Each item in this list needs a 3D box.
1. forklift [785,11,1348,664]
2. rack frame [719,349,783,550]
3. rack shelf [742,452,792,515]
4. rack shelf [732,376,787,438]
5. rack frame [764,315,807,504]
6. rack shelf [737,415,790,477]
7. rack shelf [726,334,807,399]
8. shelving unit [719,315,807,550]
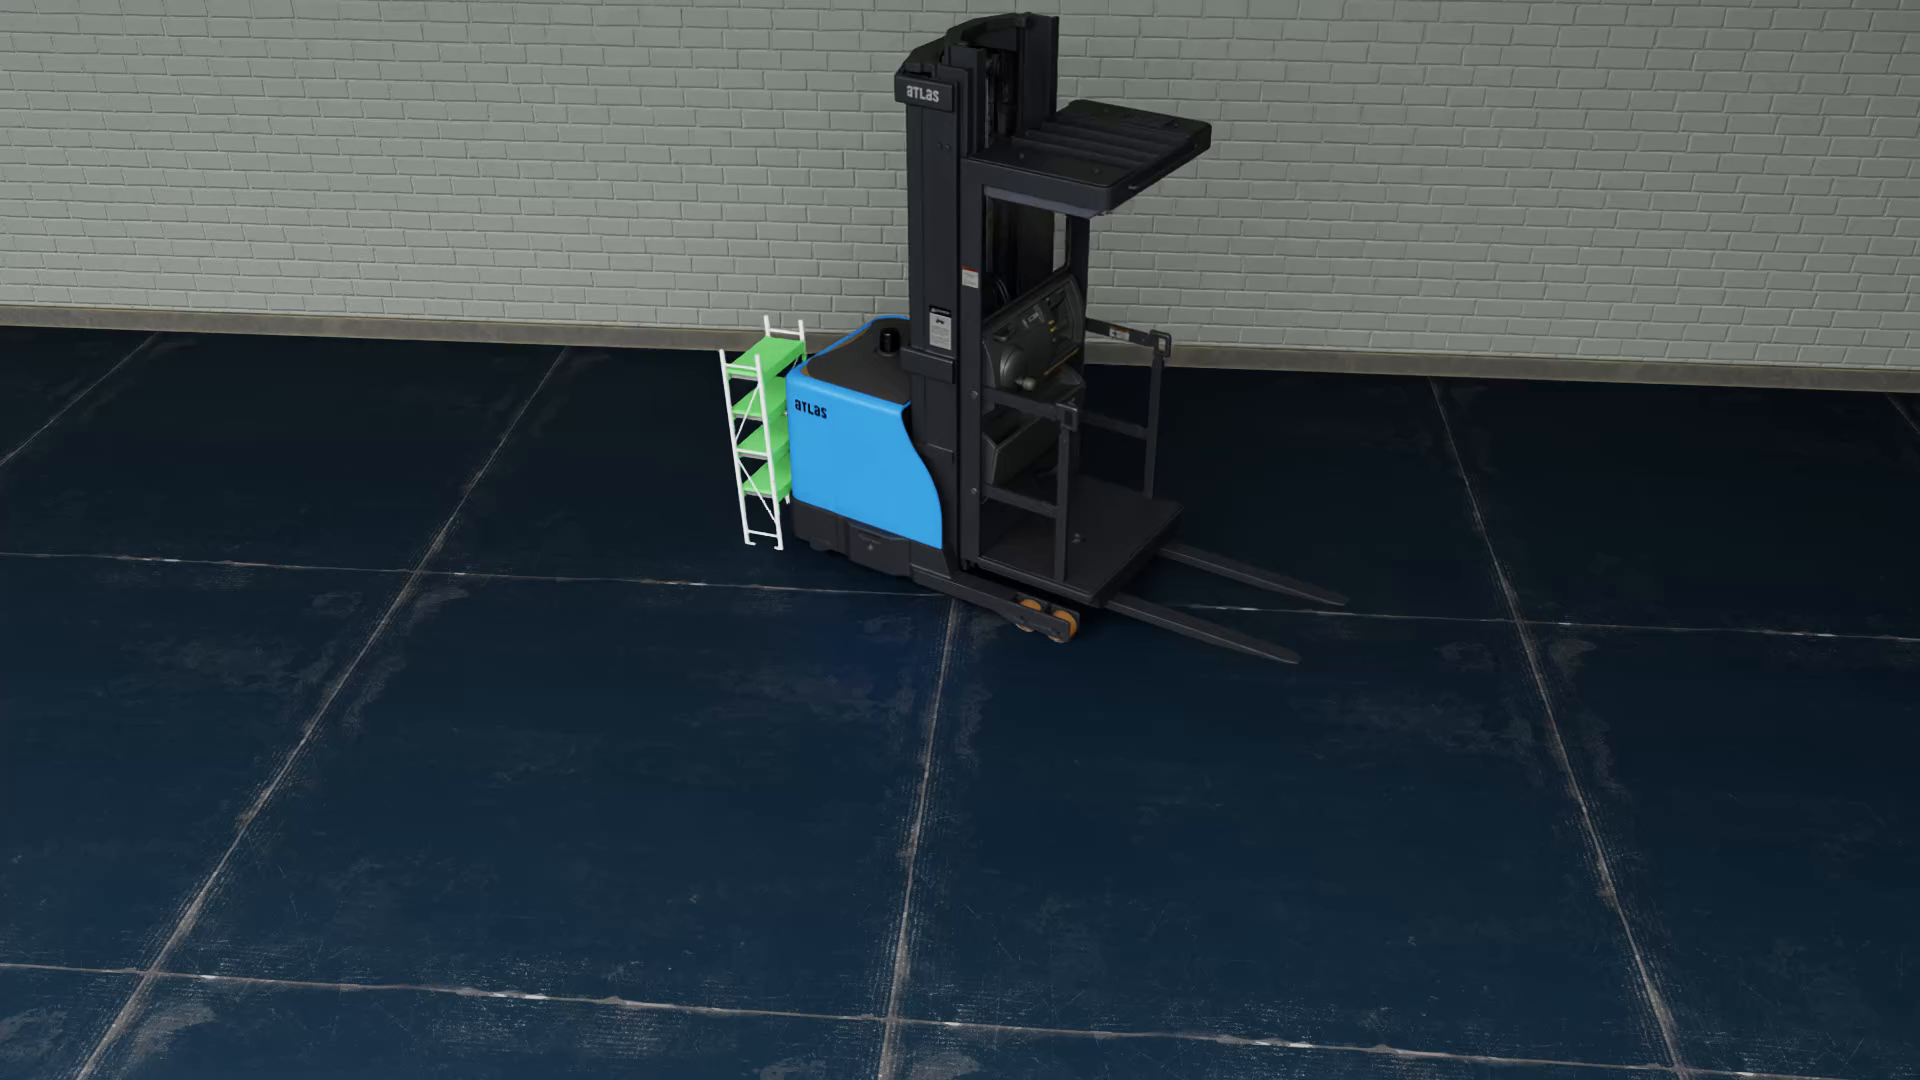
[{"bbox_3d":[0.558,-1.030,8.408,3.031,2.935,1.130,19,36,27],"label":"forklift"},{"bbox_3d":[-1.144,-0.482,9.154,0.240,1.200,0.015,10,33,21],"label":"rack frame"},{"bbox_3d":[-1.031,-0.337,9.498,0.258,0.148,0.480,10,33,21],"label":"rack shelf"},{"bbox_3d":[-1.056,-0.751,9.256,0.258,0.148,0.480,10,33,21],"label":"rack shelf"},{"bbox_3d":[-0.950,-0.716,9.536,0.240,1.200,0.015,10,33,21],"label":"rack frame"},{"bbox_3d":[-1.044,-0.544,9.377,0.258,0.148,0.480,10,33,21],"label":"rack shelf"},{"bbox_3d":[-1.068,-0.958,9.135,0.258,0.148,0.480,10,33,21],"label":"rack shelf"},{"bbox_3d":[-1.047,-0.599,9.345,0.258,1.200,0.503,10,33,21],"label":"shelving unit"}]
